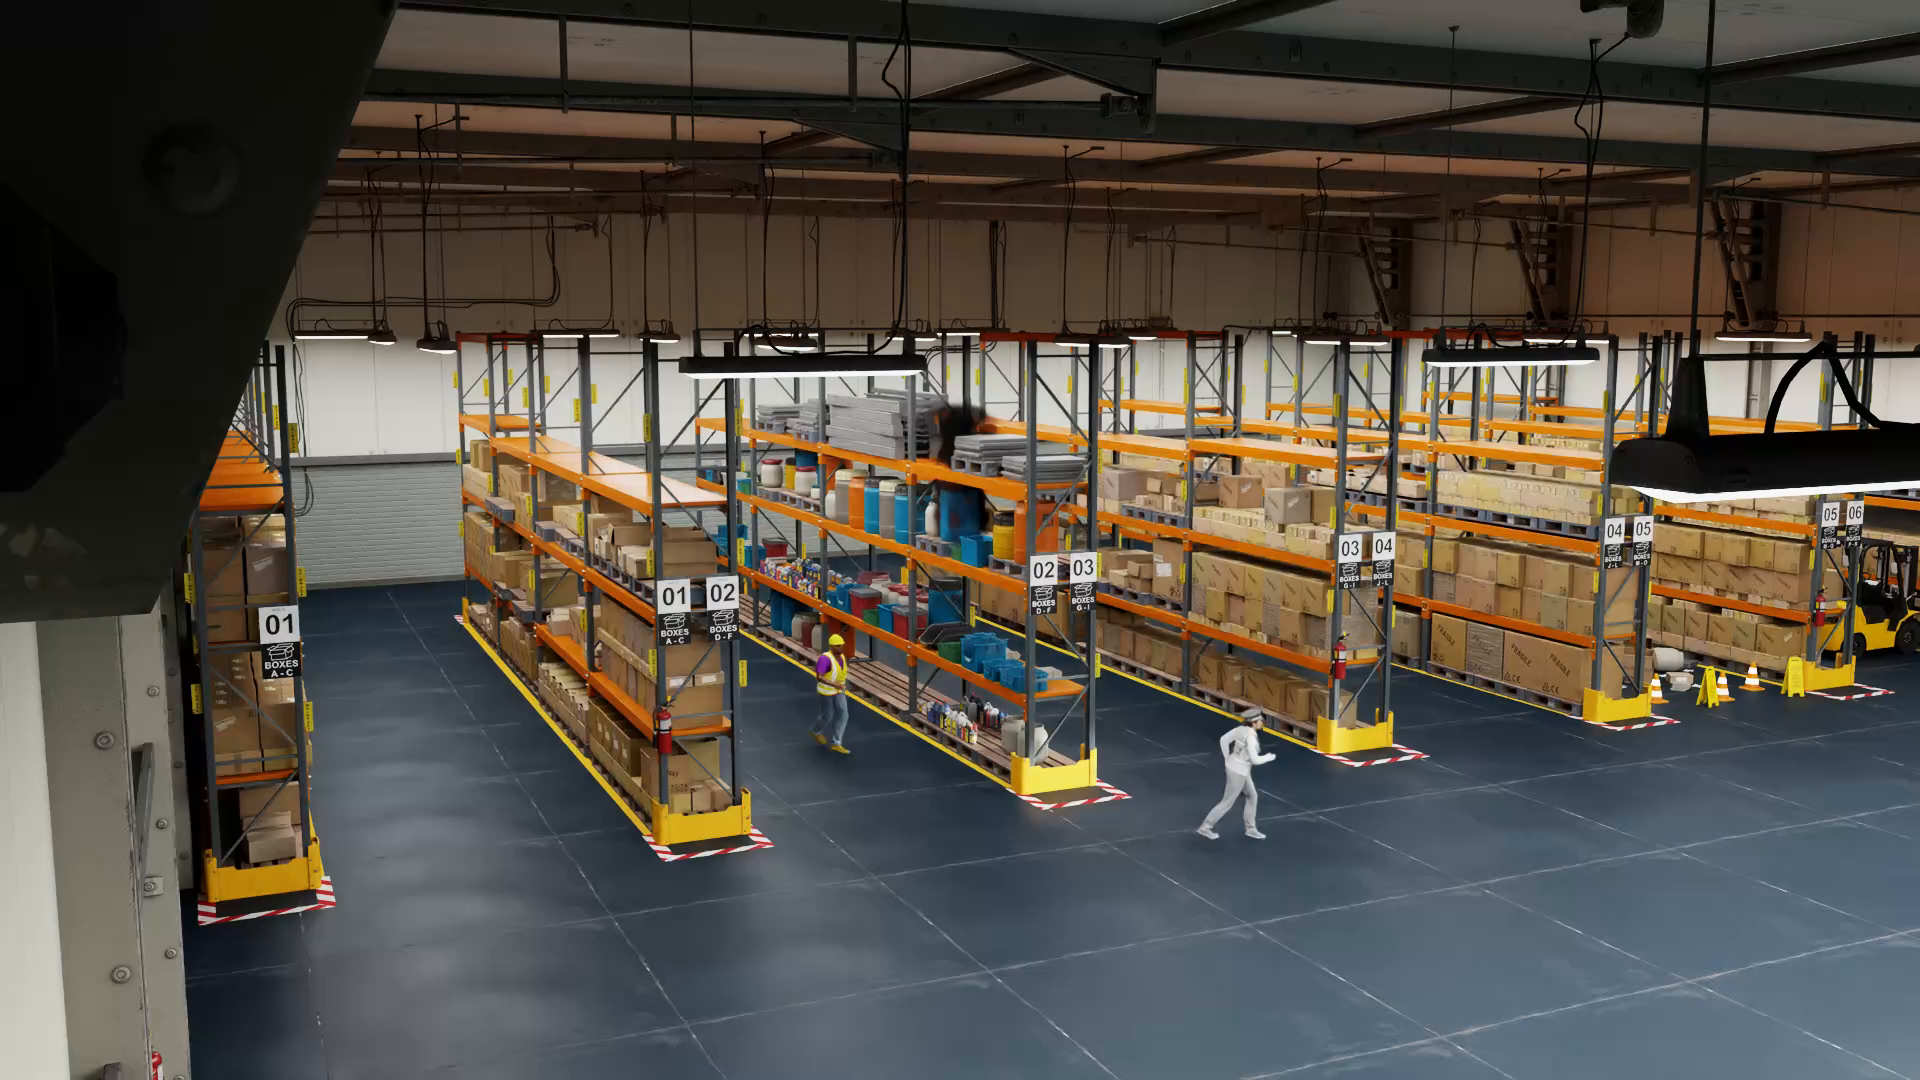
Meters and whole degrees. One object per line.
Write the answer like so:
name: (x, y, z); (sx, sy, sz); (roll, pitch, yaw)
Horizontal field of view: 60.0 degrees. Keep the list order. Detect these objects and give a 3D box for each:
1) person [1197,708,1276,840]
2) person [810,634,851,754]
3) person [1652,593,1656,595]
person: (3.323, 2.829, 20.011); (0.935, 1.659, 0.559); (0, 8, -3)
person: (-1.939, 2.211, 24.190); (0.845, 1.737, 0.672); (7, 10, 40)
person: (14.770, 0.614, 36.095); (0.659, 1.738, 0.823); (-7, 10, -41)
